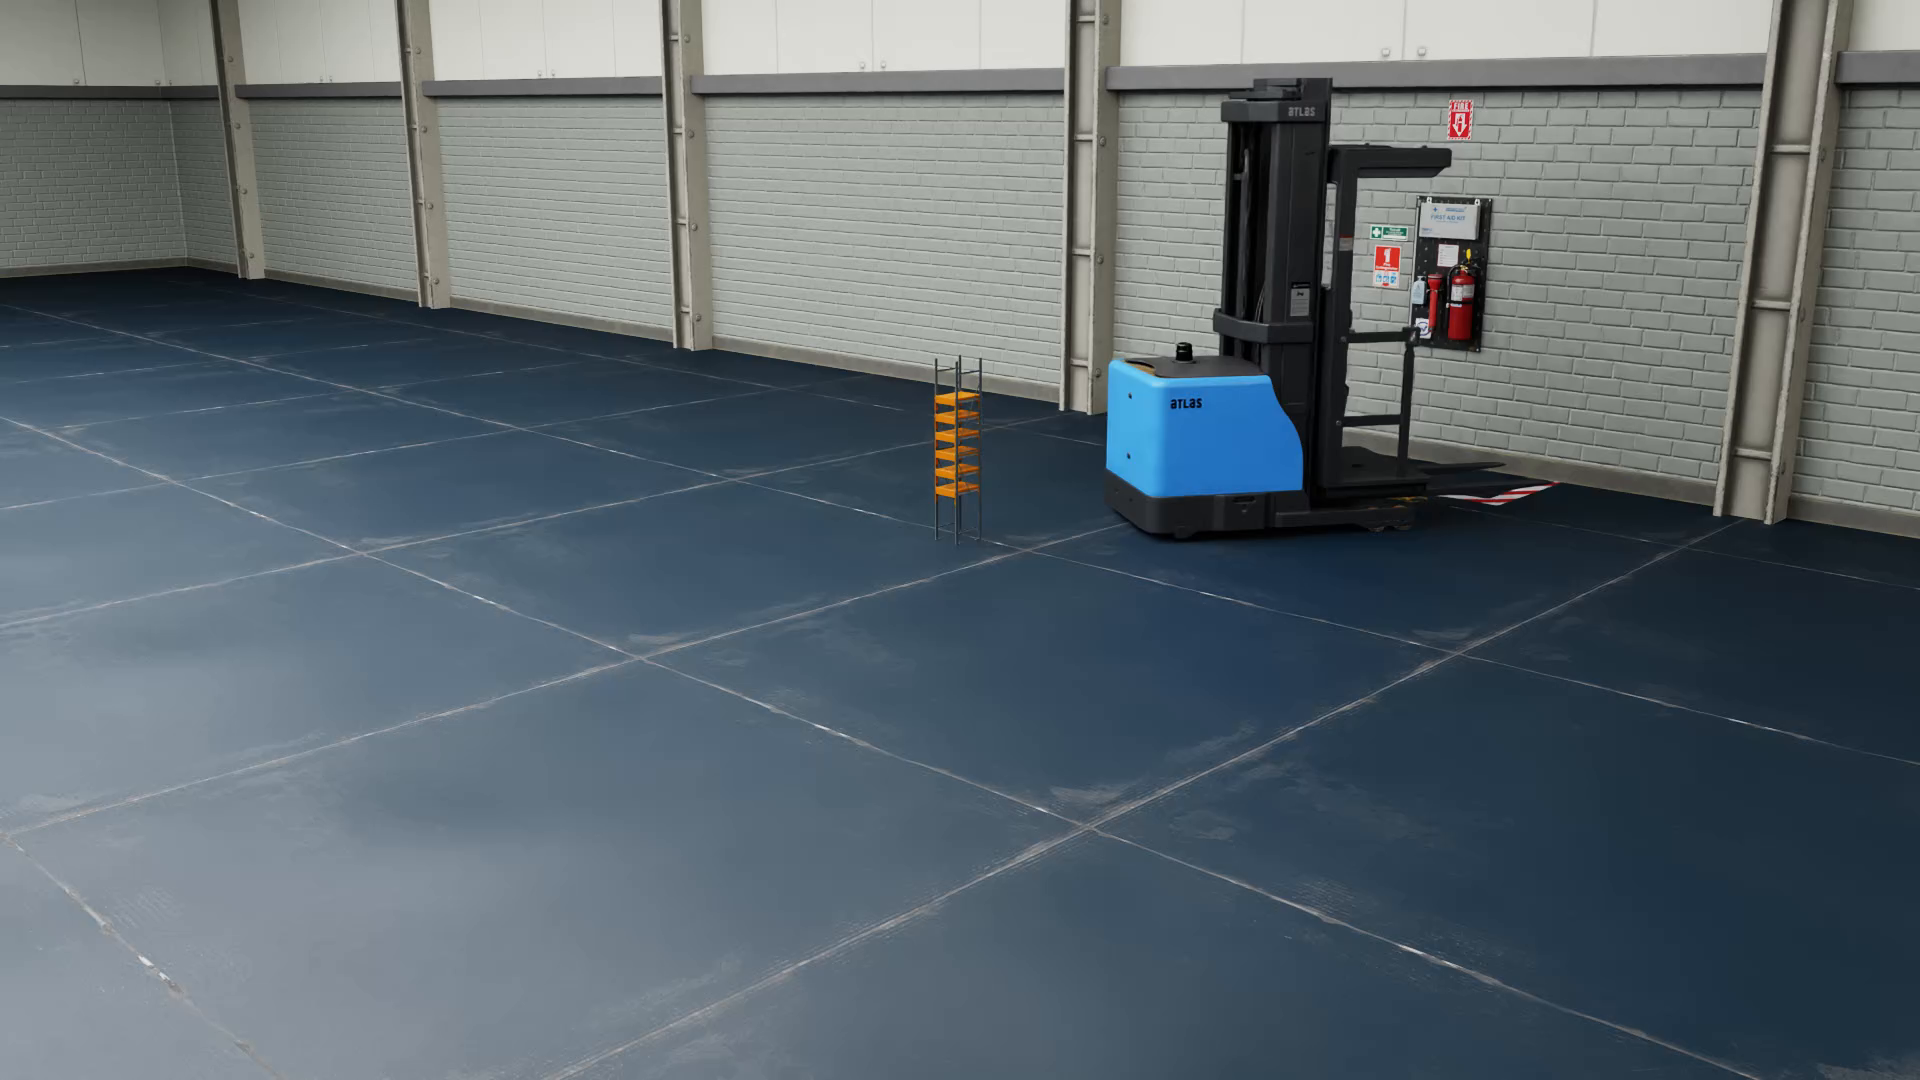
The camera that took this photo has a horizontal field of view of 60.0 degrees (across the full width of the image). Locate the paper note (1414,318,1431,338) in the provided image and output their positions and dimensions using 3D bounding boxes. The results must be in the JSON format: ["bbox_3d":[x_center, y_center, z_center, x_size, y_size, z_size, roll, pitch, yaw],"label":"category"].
[{"bbox_3d":[3.666,-1.675,13.160,0.142,0.148,0.016,14,20,42],"label":"paper note"}]

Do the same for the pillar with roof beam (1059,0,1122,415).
[{"bbox_3d":[-1.809,-4.790,11.470,0.400,9.000,9.100,14,20,42],"label":"pillar with roof beam"}]

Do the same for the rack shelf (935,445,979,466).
[{"bbox_3d":[-0.010,-0.540,10.802,0.180,0.103,0.258,14,20,42],"label":"rack shelf"}]

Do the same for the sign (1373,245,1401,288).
[{"bbox_3d":[3.419,-2.191,13.320,0.234,0.329,0.001,14,20,42],"label":"sign"}]

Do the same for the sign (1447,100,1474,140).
[{"bbox_3d":[3.809,-3.199,12.664,0.199,0.298,0.001,14,20,42],"label":"sign"}]

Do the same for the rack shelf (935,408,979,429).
[{"bbox_3d":[-0.010,-0.772,10.741,0.180,0.103,0.258,14,20,42],"label":"rack shelf"}]

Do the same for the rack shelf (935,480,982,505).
[{"bbox_3d":[-0.010,-0.308,10.862,0.180,0.103,0.258,14,20,42],"label":"rack shelf"}]

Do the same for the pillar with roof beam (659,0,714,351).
[{"bbox_3d":[-6.128,-5.840,15.500,0.400,9.000,9.100,14,20,42],"label":"pillar with roof beam"}]

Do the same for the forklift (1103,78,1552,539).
[{"bbox_3d":[2.582,-1.600,11.259,3.031,2.935,1.130,-3,15,-13],"label":"forklift"}]

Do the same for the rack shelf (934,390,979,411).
[{"bbox_3d":[-0.010,-0.889,10.711,0.180,0.103,0.258,14,20,42],"label":"rack shelf"}]

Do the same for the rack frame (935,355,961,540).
[{"bbox_3d":[-0.076,-0.599,10.852,0.006,1.200,0.240,14,20,42],"label":"rack frame"}]

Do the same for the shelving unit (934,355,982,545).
[{"bbox_3d":[-0.010,-0.583,10.791,0.189,1.200,0.258,14,20,42],"label":"shelving unit"}]

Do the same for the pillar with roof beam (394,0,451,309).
[{"bbox_3d":[-10.448,-6.890,19.530,0.400,9.000,9.100,14,20,42],"label":"pillar with roof beam"}]

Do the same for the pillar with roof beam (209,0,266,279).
[{"bbox_3d":[-14.767,-7.941,23.560,0.400,9.000,9.100,14,20,42],"label":"pillar with roof beam"}]

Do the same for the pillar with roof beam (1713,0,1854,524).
[{"bbox_3d":[2.510,-3.740,7.440,0.400,9.000,9.100,14,20,42],"label":"pillar with roof beam"}]

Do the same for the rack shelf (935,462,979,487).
[{"bbox_3d":[-0.010,-0.424,10.832,0.180,0.103,0.258,14,20,42],"label":"rack shelf"}]

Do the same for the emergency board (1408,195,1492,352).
[{"bbox_3d":[3.746,-2.058,12.882,0.643,1.169,0.194,14,20,42],"label":"emergency board"}]

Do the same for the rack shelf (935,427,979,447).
[{"bbox_3d":[-0.010,-0.656,10.771,0.180,0.103,0.258,14,20,42],"label":"rack shelf"}]

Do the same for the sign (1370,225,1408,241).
[{"bbox_3d":[3.416,-2.445,13.244,0.331,0.109,0.001,14,20,42],"label":"sign"}]

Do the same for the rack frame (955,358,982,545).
[{"bbox_3d":[0.055,-0.567,10.729,0.006,1.200,0.240,14,20,42],"label":"rack frame"}]
